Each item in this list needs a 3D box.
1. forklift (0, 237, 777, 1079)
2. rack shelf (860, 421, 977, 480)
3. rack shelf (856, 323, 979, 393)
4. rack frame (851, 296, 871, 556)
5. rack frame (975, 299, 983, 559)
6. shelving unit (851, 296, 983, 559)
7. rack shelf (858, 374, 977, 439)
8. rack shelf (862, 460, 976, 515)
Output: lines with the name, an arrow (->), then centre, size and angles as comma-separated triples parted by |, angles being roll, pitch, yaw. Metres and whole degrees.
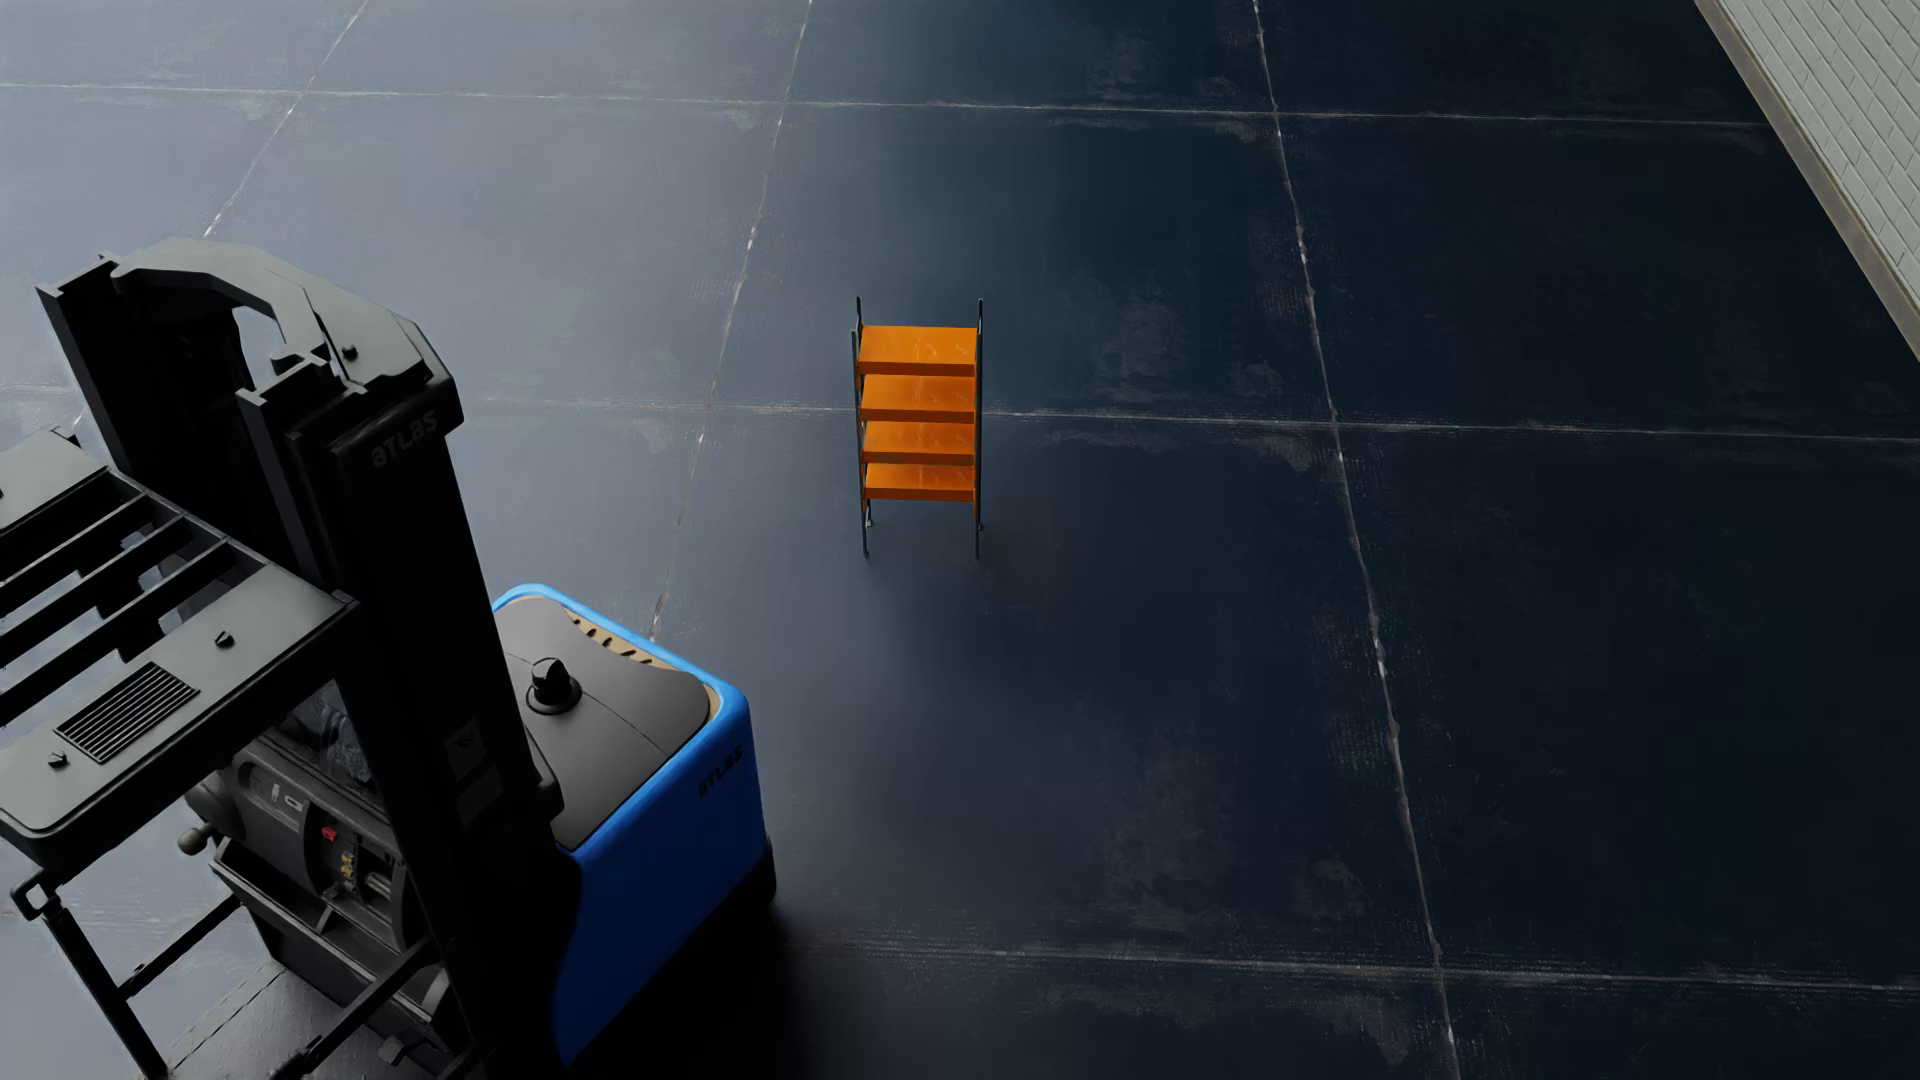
forklift -> -1.894, 0.850, 4.273 | 1.130, 2.935, 3.031 | 25, 48, 24
rack shelf -> -0.165, -0.395, 6.978 | 0.480, 0.148, 0.258 | 2, 43, 2
rack shelf -> -0.165, -0.732, 6.664 | 0.480, 0.148, 0.258 | 2, 43, 2
rack frame -> -0.409, -0.452, 6.940 | 0.015, 1.200, 0.240 | 2, 43, 2
rack frame -> 0.078, -0.437, 6.924 | 0.015, 1.200, 0.240 | 2, 43, 2
shelving unit -> -0.165, -0.444, 6.932 | 0.503, 1.200, 0.258 | 2, 43, 2
rack shelf -> -0.165, -0.559, 6.825 | 0.480, 0.148, 0.258 | 2, 43, 2
rack shelf -> -0.165, -0.250, 7.113 | 0.480, 0.148, 0.258 | 2, 43, 2
